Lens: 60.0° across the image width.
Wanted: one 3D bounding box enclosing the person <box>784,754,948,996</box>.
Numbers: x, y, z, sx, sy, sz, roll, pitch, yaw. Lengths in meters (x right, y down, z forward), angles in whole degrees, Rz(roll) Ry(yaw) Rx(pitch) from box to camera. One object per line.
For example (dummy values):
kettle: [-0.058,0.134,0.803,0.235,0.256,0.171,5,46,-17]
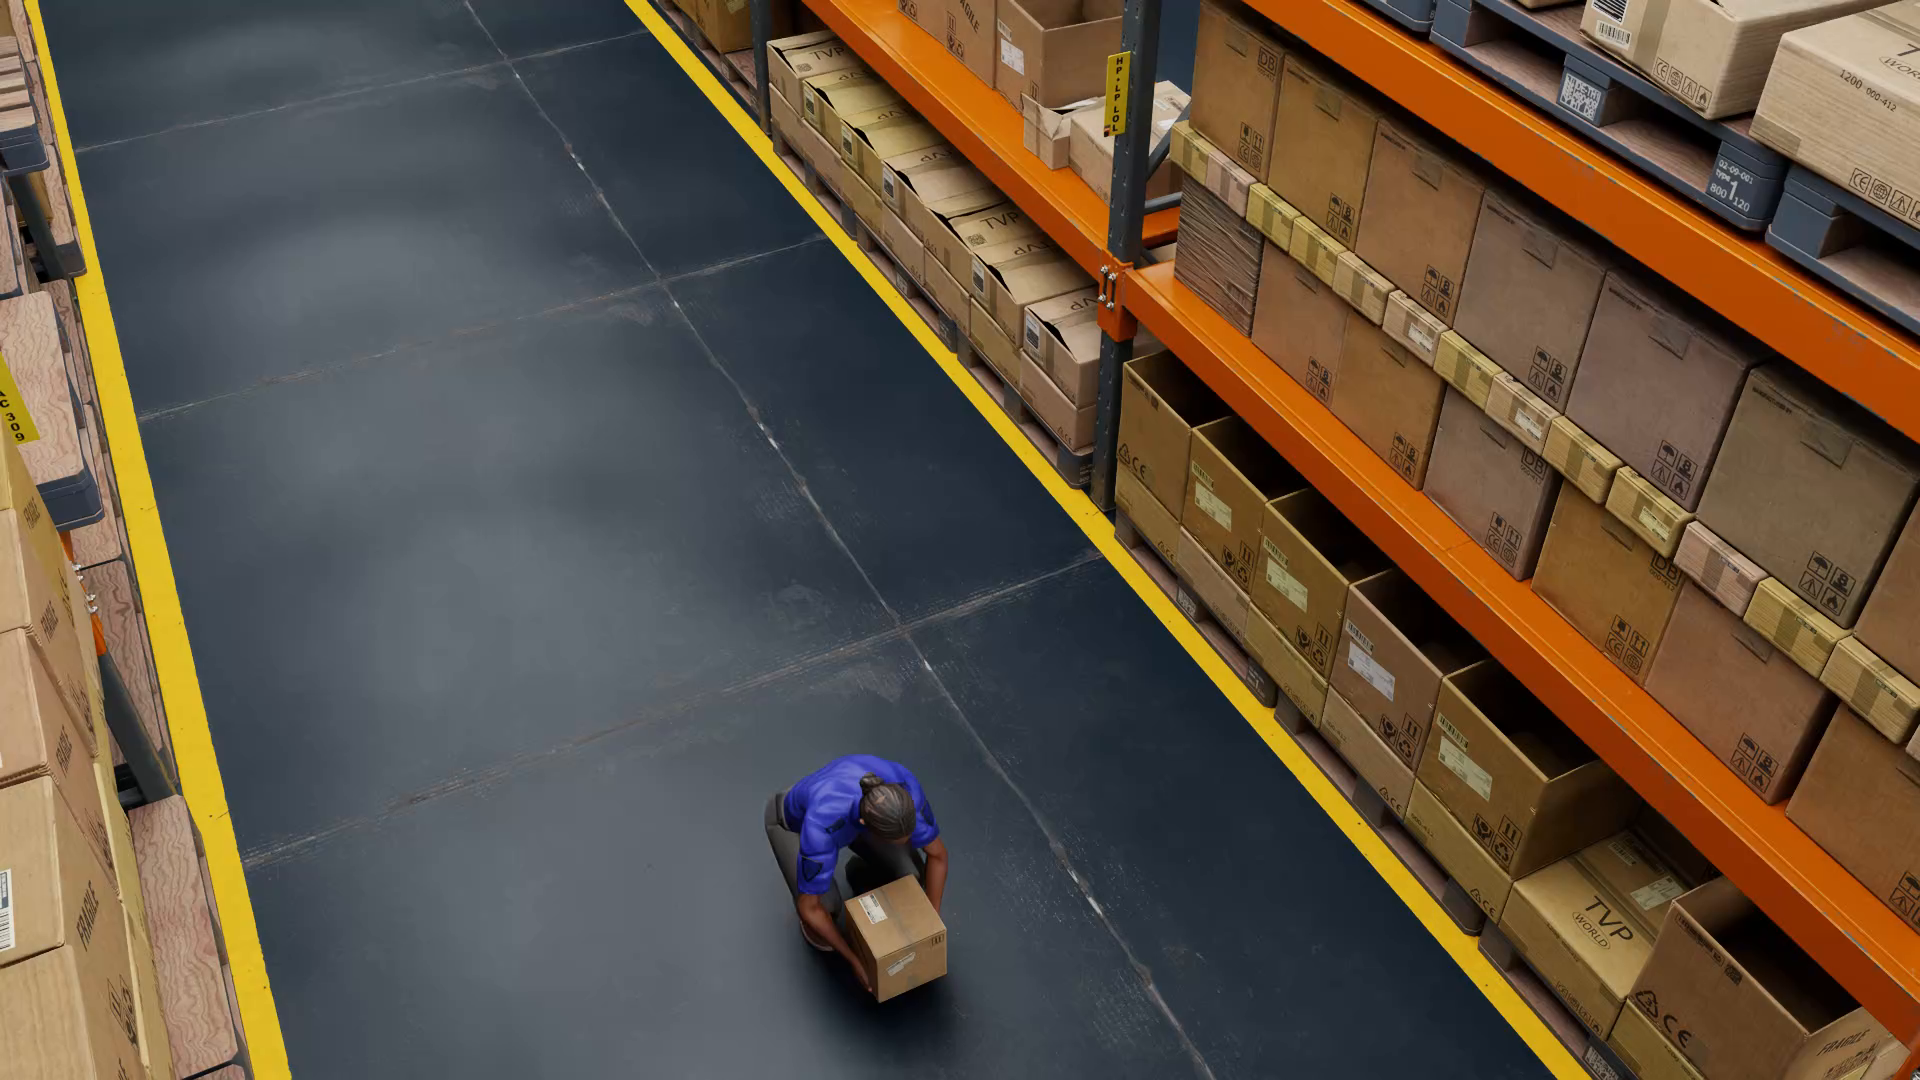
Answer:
person: [-0.332,1.053,5.539,0.535,0.924,0.685,-19,45,-20]
